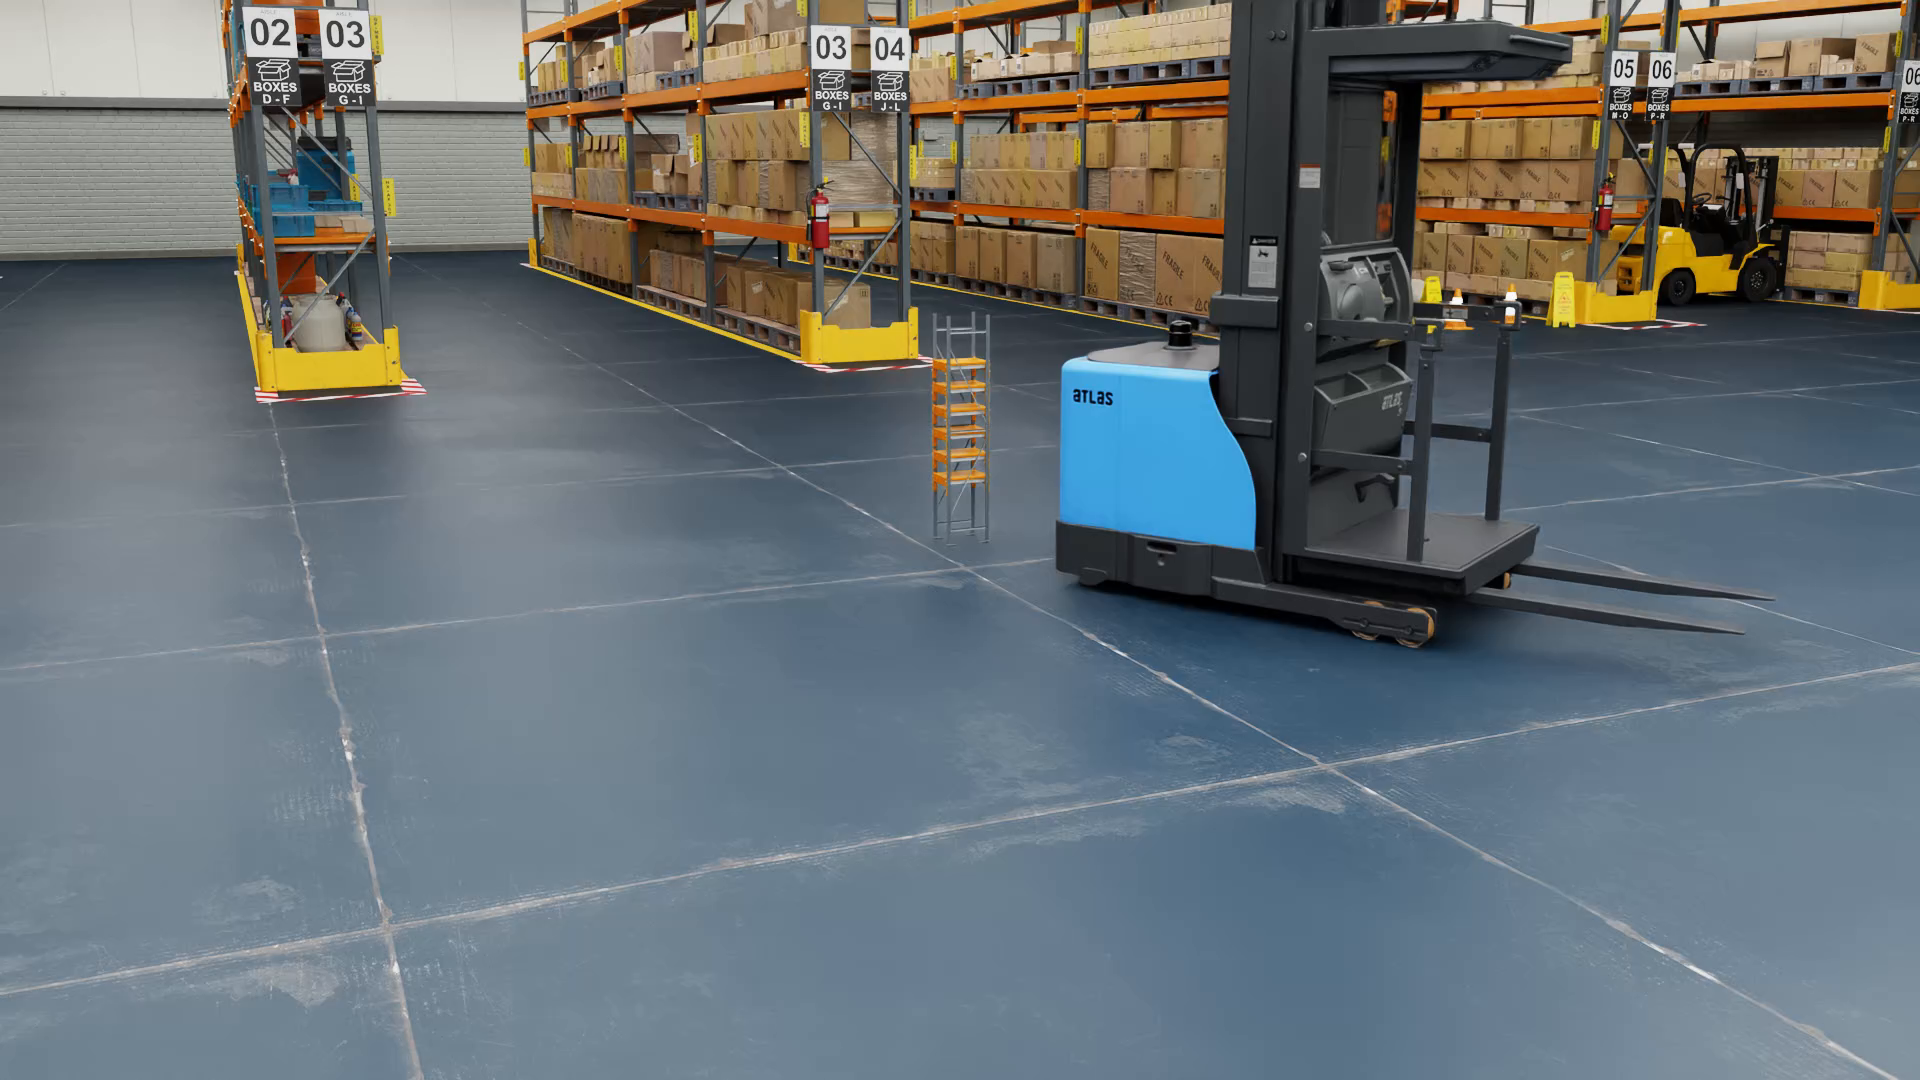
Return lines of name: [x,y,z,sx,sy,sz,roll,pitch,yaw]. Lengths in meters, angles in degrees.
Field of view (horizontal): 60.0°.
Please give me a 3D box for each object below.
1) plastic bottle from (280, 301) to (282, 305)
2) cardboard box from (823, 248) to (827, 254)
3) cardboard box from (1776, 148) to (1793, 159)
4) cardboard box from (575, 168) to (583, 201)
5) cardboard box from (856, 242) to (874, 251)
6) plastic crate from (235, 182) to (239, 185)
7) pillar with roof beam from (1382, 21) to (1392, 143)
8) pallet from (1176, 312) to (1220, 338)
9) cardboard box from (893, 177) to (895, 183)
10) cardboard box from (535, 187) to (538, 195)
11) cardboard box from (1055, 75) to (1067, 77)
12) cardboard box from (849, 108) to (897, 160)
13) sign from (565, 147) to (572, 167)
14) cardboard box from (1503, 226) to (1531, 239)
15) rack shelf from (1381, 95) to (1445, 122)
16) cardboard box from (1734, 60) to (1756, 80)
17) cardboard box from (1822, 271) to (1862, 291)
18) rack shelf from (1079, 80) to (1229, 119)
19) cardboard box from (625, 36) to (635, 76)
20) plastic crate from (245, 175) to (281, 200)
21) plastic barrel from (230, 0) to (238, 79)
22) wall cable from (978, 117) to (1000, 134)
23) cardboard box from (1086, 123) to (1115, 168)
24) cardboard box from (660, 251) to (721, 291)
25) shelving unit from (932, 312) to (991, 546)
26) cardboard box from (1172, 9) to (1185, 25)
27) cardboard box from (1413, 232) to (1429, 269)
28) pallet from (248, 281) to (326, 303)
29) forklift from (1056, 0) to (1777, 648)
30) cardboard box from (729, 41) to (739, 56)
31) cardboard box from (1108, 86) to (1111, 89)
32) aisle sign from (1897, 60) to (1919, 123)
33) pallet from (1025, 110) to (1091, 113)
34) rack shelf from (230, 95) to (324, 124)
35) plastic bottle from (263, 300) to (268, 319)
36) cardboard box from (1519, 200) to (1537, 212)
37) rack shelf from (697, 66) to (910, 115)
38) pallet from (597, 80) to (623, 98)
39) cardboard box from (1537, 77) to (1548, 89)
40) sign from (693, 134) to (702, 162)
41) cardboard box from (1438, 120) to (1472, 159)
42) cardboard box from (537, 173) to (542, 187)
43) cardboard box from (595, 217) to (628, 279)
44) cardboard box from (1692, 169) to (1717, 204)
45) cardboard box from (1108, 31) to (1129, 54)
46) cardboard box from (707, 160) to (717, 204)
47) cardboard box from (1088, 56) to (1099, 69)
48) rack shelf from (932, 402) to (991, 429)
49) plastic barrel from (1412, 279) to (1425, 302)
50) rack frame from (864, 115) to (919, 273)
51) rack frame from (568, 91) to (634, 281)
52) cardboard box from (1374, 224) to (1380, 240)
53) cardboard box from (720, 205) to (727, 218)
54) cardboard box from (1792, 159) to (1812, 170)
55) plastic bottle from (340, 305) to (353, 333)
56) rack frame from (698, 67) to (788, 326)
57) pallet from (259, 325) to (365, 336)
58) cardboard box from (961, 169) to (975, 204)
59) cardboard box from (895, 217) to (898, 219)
plastic bottle: [-7.138,-2.377,17.536,0.061,0.283,0.133,-6,14,-23]
cardboard box: [-2.386,-5.415,31.004,0.380,0.149,0.250,-6,14,-26]
cardboard box: [11.712,-5.431,23.361,0.380,0.149,0.250,-5,14,-22]
cardboard box: [-5.827,-5.677,26.526,0.500,0.500,0.500,-6,14,-23]
cardboard box: [-1.615,-5.170,29.289,0.380,0.149,0.250,-5,14,-22]
plastic crate: [-11.862,-5.856,27.759,0.416,0.233,0.300,-6,14,-23]
pillar with roof beam: [4.447,-9.850,31.470,9.100,9.000,0.400,-6,14,-23]
pallet: [3.218,-2.494,19.177,1.003,0.211,1.213,-6,14,-23]
cardboard box: [-0.933,-5.863,27.177,0.380,0.149,0.250,-6,14,-24]
cardboard box: [-7.441,-6.294,29.970,0.380,0.149,0.250,-6,14,-24]
cardboard box: [1.452,-6.576,23.121,0.396,0.266,0.258,-6,14,-23]
cardboard box: [-0.946,-4.086,16.773,0.500,0.500,0.500,-6,14,-23]
sign: [-6.290,-6.156,26.721,0.100,0.325,0.005,-6,14,-23]
cardboard box: [7.238,-3.972,21.446,0.380,0.149,0.250,-5,14,-22]
rack shelf: [5.701,-6.513,25.300,1.077,0.370,4.000,-6,14,-23]
cardboard box: [11.365,-6.753,23.887,0.396,0.266,0.258,-6,14,-24]
cardboard box: [12.174,-3.545,22.700,0.500,0.250,0.500,-6,14,-23]
rack shelf: [2.808,-5.218,19.707,1.077,0.370,4.000,-6,14,-23]
cardboard box: [-4.228,-6.553,22.549,0.500,0.500,0.500,-5,14,-22]
plastic crate: [-8.351,-4.142,19.973,0.402,0.464,0.583,-6,14,-23]
plastic barrel: [-7.781,-5.572,18.530,0.600,0.901,0.600,0,13,0]
wall cable: [0.710,-9.256,39.957,0.588,1.984,0.122,-6,14,-23]
cardboard box: [2.124,-5.040,21.268,0.875,0.550,0.550,-6,14,-23]
cardboard box: [-3.659,-3.666,22.627,0.700,0.500,0.500,-7,15,-28]
shelving unit: [0.006,-0.582,8.722,0.258,1.200,0.189,-6,14,-23]
cardboard box: [2.655,-5.977,19.024,0.380,0.149,0.250,-6,14,-24]
cardboard box: [6.491,-4.073,23.318,0.500,0.500,0.500,-5,14,-20]
pallet: [-9.557,-3.525,23.631,1.003,0.211,1.213,-6,14,-23]
forklift: [1.954,-1.115,7.186,3.031,2.935,1.130,9,16,34]
cardboard box: [-2.307,-5.364,18.192,0.380,0.149,0.250,-6,14,-24]
cardboard box: [2.749,-8.394,30.976,0.396,0.266,0.258,-5,14,-21]
aisle sign: [12.408,-5.838,21.675,0.394,0.787,0.004,-6,14,-23]
pallet: [2.002,-8.734,33.497,1.003,0.211,1.213,-6,14,-23]
rack shelf: [-9.519,-5.997,23.070,1.077,0.370,4.000,-6,14,-23]
plastic bottle: [-7.390,-2.426,17.774,0.097,0.271,0.097,0,13,0]
cardboard box: [7.342,-4.245,21.118,0.380,0.149,0.250,-5,14,-22]
rack shelf: [-1.777,-4.791,17.862,1.077,0.370,4.000,-6,14,-23]
pallet: [-4.487,-6.417,23.712,1.213,0.211,1.003,-5,14,-20]
cardboard box: [7.460,-5.714,20.812,0.380,0.149,0.250,-6,14,-23]
sign: [-3.085,-4.607,19.554,0.100,0.325,0.005,-6,14,-23]
cardboard box: [6.841,-5.345,22.213,0.700,0.500,0.500,-6,14,-24]
cardboard box: [-7.226,-6.414,29.604,0.500,0.250,0.500,-6,14,-24]
cardboard box: [-4.788,-4.419,25.090,1.225,0.875,0.875,-6,14,-23]
cardboard box: [11.211,-5.265,24.744,0.500,0.500,0.500,-5,14,-22]
cardboard box: [2.150,-6.077,20.341,0.500,0.250,0.500,-6,14,-23]
cardboard box: [-2.454,-4.189,19.433,0.875,0.500,0.500,-6,14,-23]
cardboard box: [1.842,-6.007,20.923,0.380,0.149,0.250,-6,14,-24]
rack shelf: [0.006,-0.655,8.705,0.258,0.103,0.180,-6,14,-23]
plastic barrel: [5.890,-3.197,21.744,0.512,0.421,0.421,4,14,16]
rack frame: [-1.197,-6.173,28.891,1.000,3.000,0.127,-6,14,-23]
rack frame: [-5.782,-5.746,27.045,1.000,3.000,0.127,-6,14,-23]
cardboard box: [8.054,-5.848,32.097,0.500,0.500,0.500,-6,14,-24]
cardboard box: [-2.554,-3.798,19.183,0.380,0.149,0.250,-6,14,-23]
cardboard box: [11.839,-5.235,23.175,0.380,0.149,0.250,-6,14,-25]
plastic bottle: [-6.326,-2.286,17.160,0.152,0.276,0.135,-5,14,-22]
rack frame: [-2.578,-4.093,19.904,1.000,3.000,0.127,-6,14,-23]
pallet: [-6.885,-2.145,17.670,1.003,0.211,1.213,-6,14,-23]
cardboard box: [0.337,-5.279,24.803,0.500,0.500,0.500,-5,14,-22]
cardboard box: [-1.143,-5.349,28.278,0.500,0.250,0.500,-6,14,-25]
